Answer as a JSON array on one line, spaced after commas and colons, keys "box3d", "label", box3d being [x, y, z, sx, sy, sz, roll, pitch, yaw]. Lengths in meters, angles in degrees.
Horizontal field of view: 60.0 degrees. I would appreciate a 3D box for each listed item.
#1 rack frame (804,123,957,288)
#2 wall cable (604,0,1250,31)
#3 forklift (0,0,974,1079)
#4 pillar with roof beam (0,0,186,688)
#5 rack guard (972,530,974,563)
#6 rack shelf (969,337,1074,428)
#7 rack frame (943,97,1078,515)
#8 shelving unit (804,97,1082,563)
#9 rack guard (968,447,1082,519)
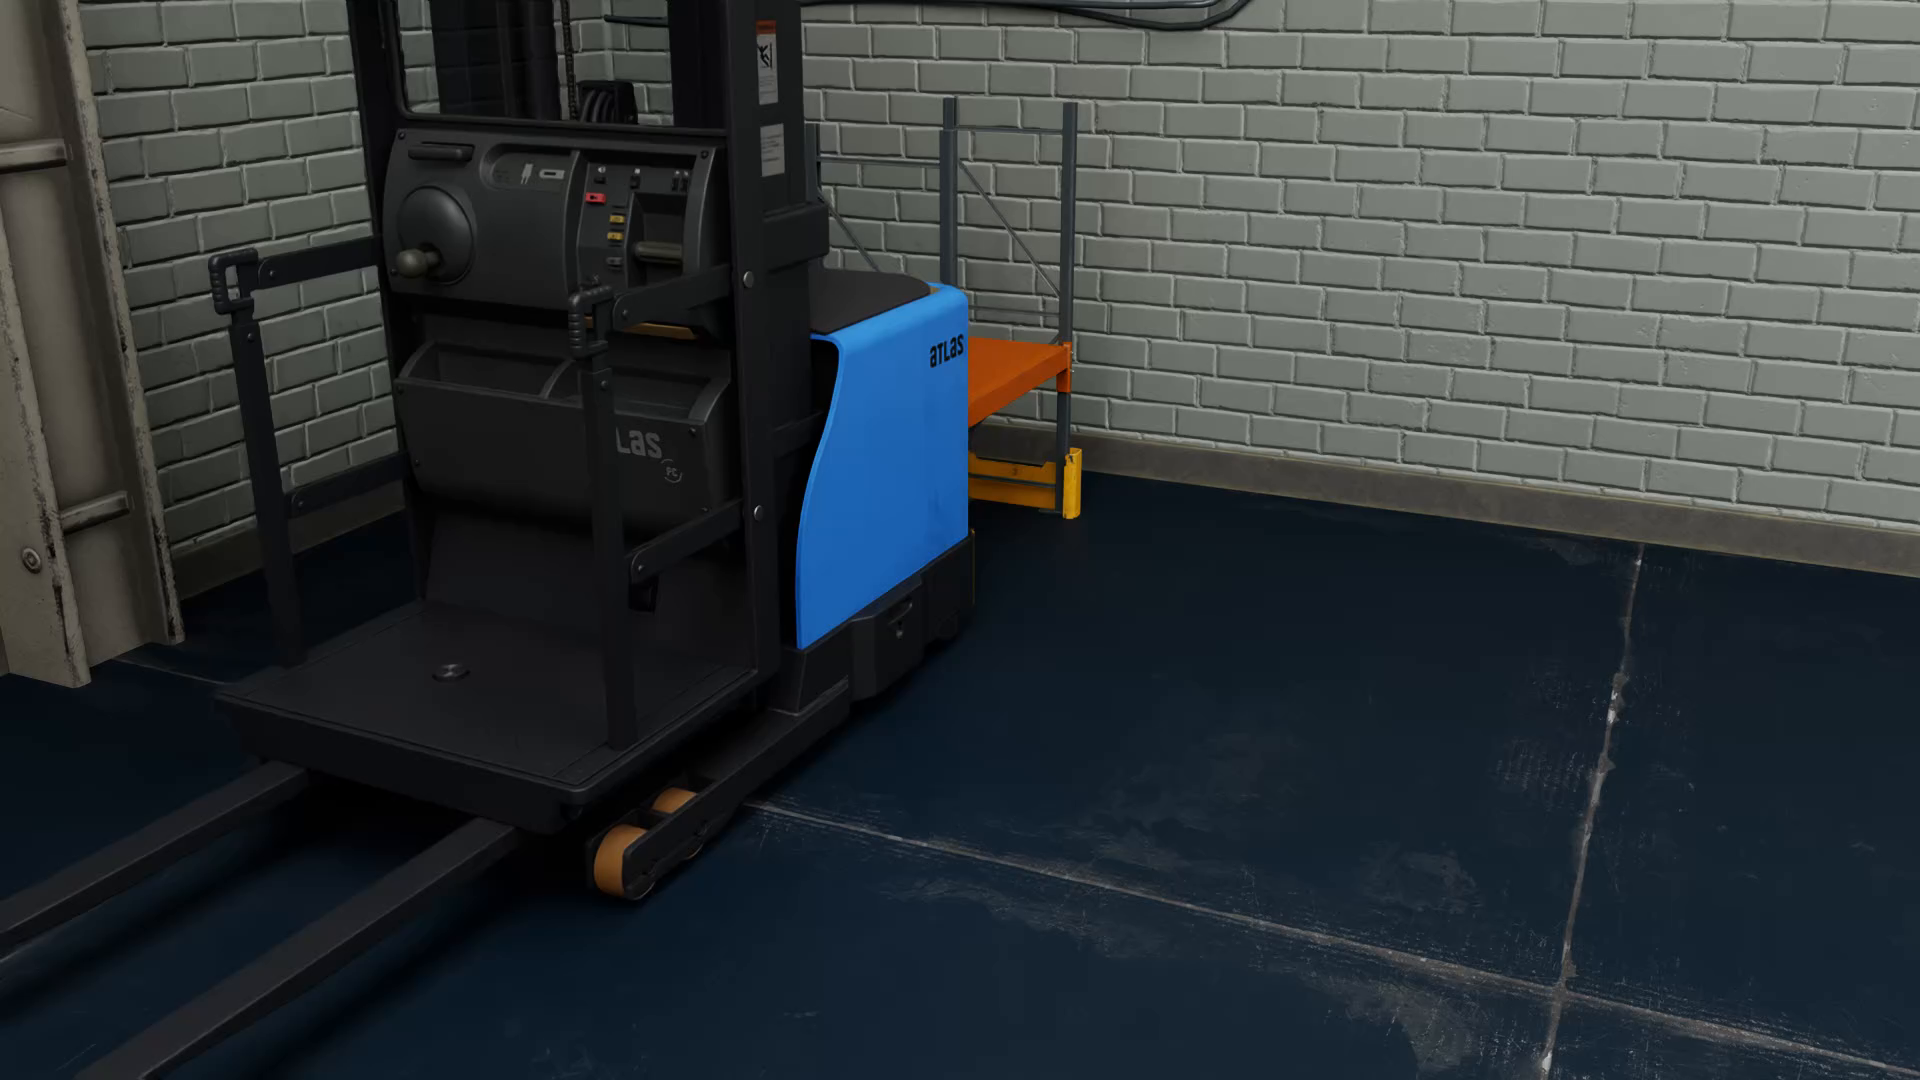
[{"box3d": [-0.243, -0.525, 5.207, 0.500, 1.500, 0.032, 9, 21, 23], "label": "rack frame"}, {"box3d": [-0.271, -3.169, 6.083, 3.097, 2.526, 0.112, 9, 21, 23], "label": "wall cable"}, {"box3d": [-1.061, -0.745, 3.691, 1.130, 2.935, 3.031, 9, 22, 25], "label": "forklift"}, {"box3d": [1.331, -3.305, 1.832, 9.100, 9.000, 0.400, 9, 21, 23], "label": "pillar with roof beam"}, {"box3d": [-0.235, 0.058, 5.433, 0.587, 0.250, 0.087, 9, 21, 23], "label": "rack guard"}, {"box3d": [-0.035, -0.511, 5.704, 0.538, 0.185, 1.000, 9, 21, 23], "label": "rack shelf"}, {"box3d": [0.173, -0.836, 6.081, 0.500, 1.500, 0.032, 9, 21, 23], "label": "rack frame"}, {"box3d": [-0.031, -0.683, 5.652, 0.587, 1.500, 1.083, 9, 21, 23], "label": "shelving unit"}, {"box3d": [0.173, -0.247, 6.289, 0.587, 0.250, 0.087, 9, 21, 23], "label": "rack guard"}]
